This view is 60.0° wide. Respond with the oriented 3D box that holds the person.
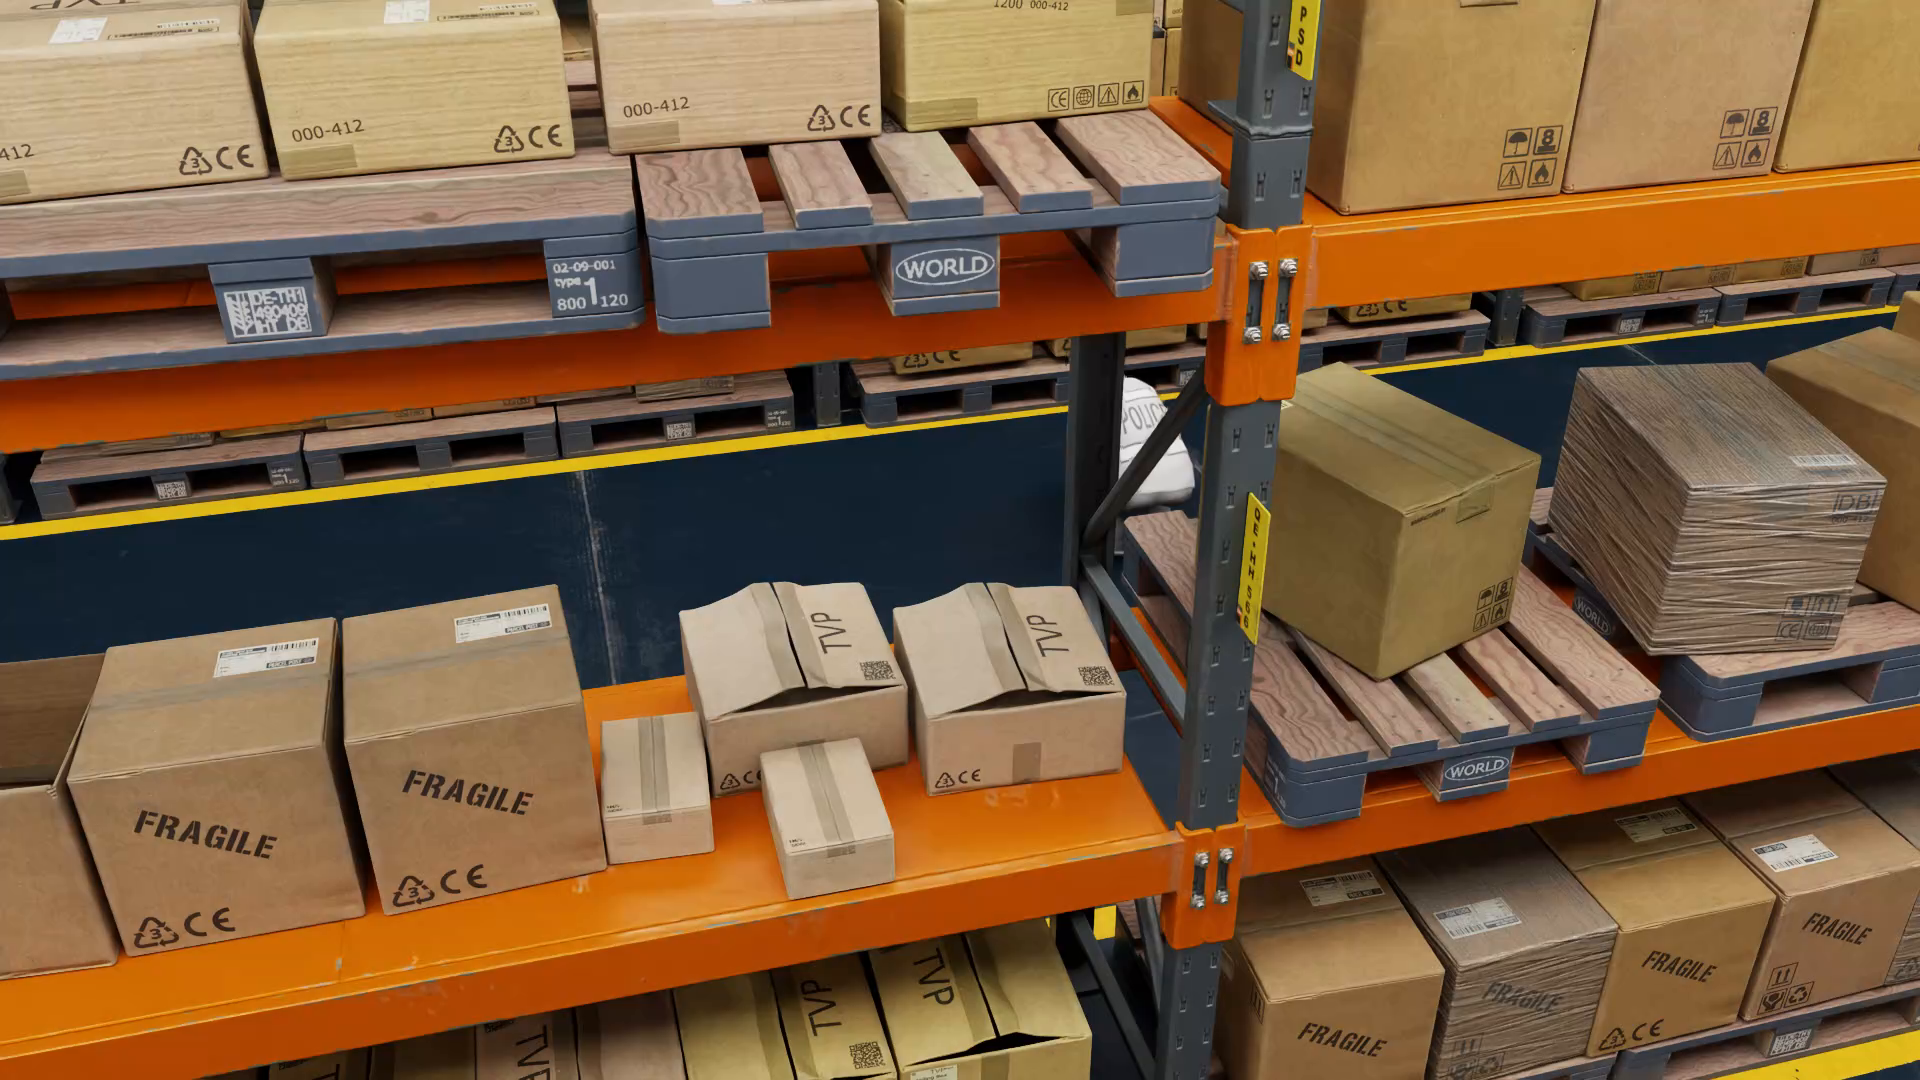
[{"bbox_3d":[0.759,-0.400,7.624,0.471,0.852,0.863,-8,31,-13],"label":"person"}]
